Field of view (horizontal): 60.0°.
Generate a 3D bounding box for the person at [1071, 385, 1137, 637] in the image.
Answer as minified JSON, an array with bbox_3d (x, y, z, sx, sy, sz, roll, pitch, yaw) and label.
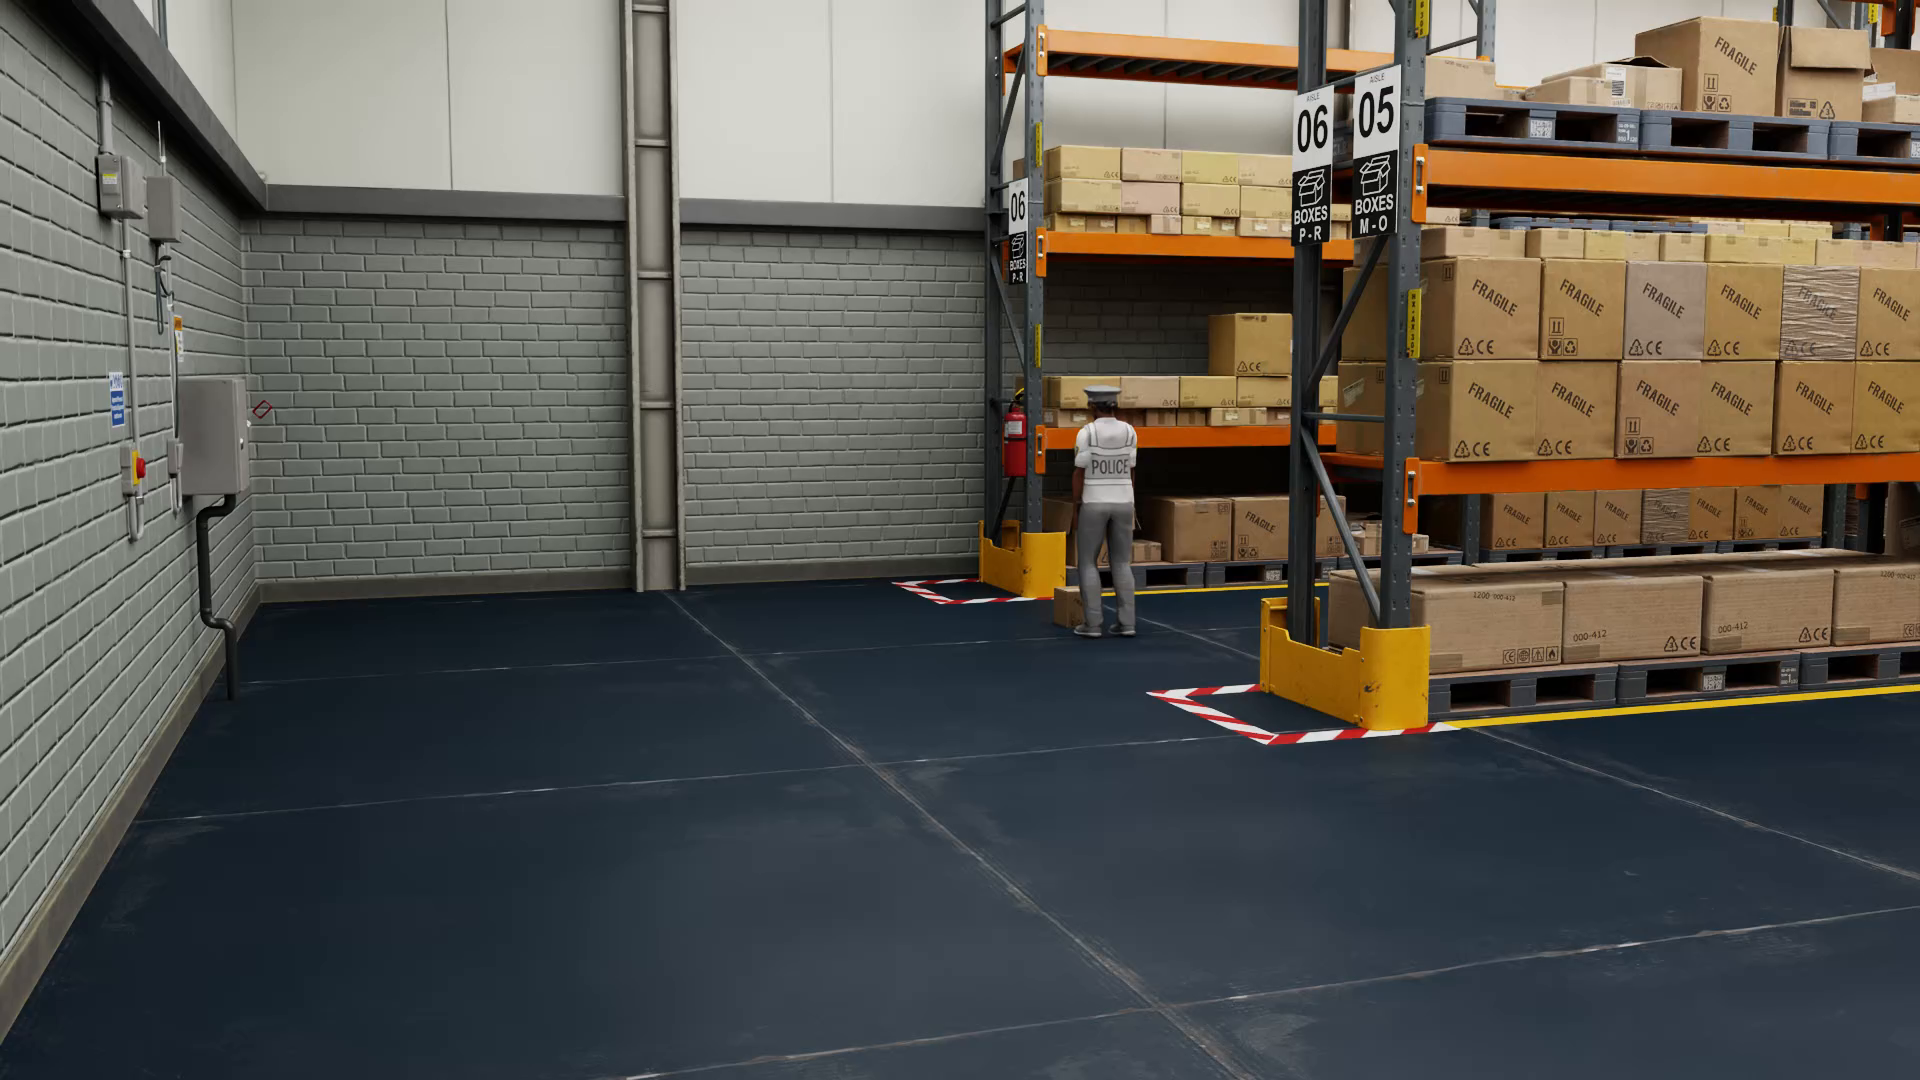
[{"bbox_3d":[0.938,-0.186,10.950,0.438,1.661,0.340,-2,6,-18],"label":"person"}]
